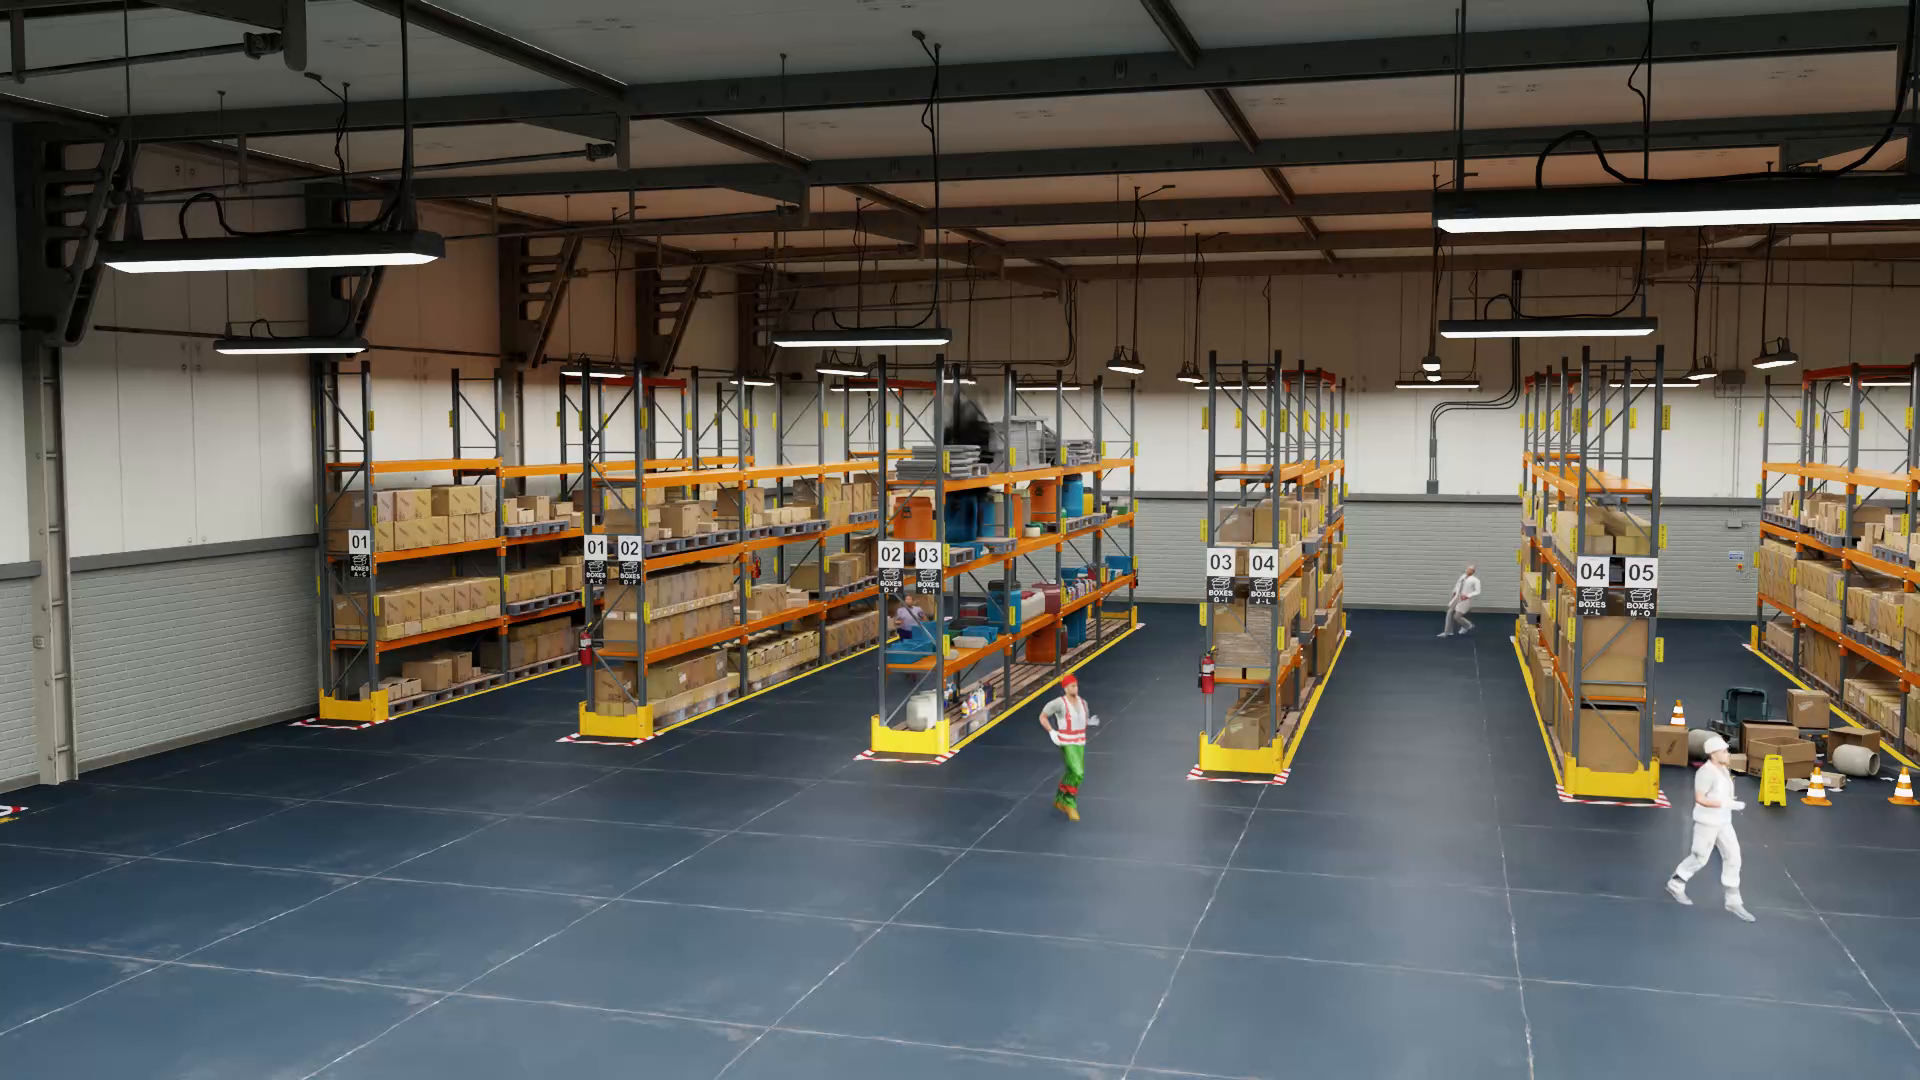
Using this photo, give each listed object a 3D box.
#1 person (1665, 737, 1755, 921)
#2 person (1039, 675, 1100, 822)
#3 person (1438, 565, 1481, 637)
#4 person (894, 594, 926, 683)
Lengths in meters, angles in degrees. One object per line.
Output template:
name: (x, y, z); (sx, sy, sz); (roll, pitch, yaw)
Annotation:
person: (7.603, 2.893, 16.861); (0.636, 1.816, 0.870); (-3, 5, -37)
person: (1.416, 2.611, 20.976); (0.631, 1.824, 0.717); (-4, 6, -43)
person: (11.602, 1.429, 38.428); (0.750, 1.695, 0.775); (-2, 4, -23)
person: (-0.976, 1.898, 32.105); (0.585, 1.688, 0.708); (1, 4, 8)
